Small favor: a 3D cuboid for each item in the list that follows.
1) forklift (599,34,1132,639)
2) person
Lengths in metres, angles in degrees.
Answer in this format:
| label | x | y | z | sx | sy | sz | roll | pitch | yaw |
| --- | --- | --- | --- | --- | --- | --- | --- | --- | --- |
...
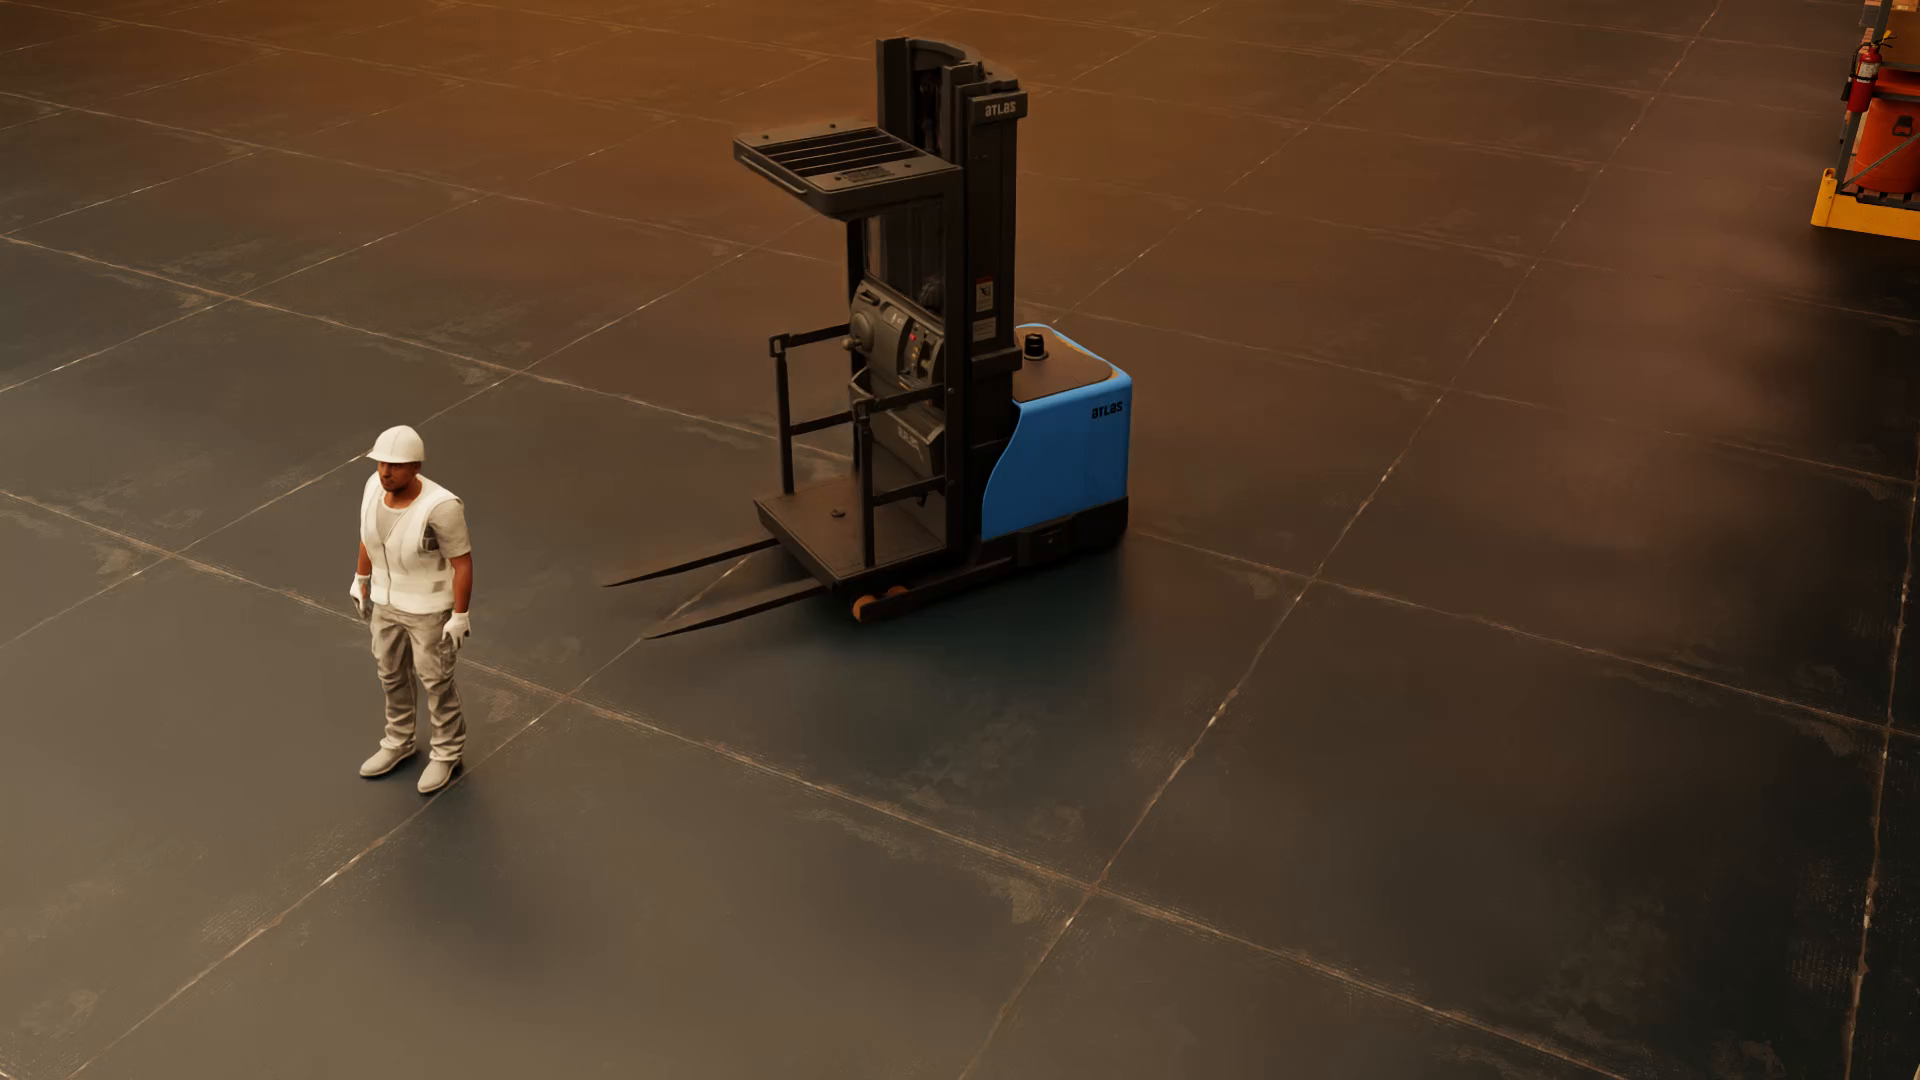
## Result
| label | x | y | z | sx | sy | sz | roll | pitch | yaw |
| --- | --- | --- | --- | --- | --- | --- | --- | --- | --- |
| forklift | -0.526 | -1.098 | 8.973 | 3.031 | 2.935 | 1.130 | -17 | 34 | -27 |
| person | -2.556 | 0.319 | 7.668 | 0.651 | 1.792 | 0.526 | 15 | 33 | 24 |
